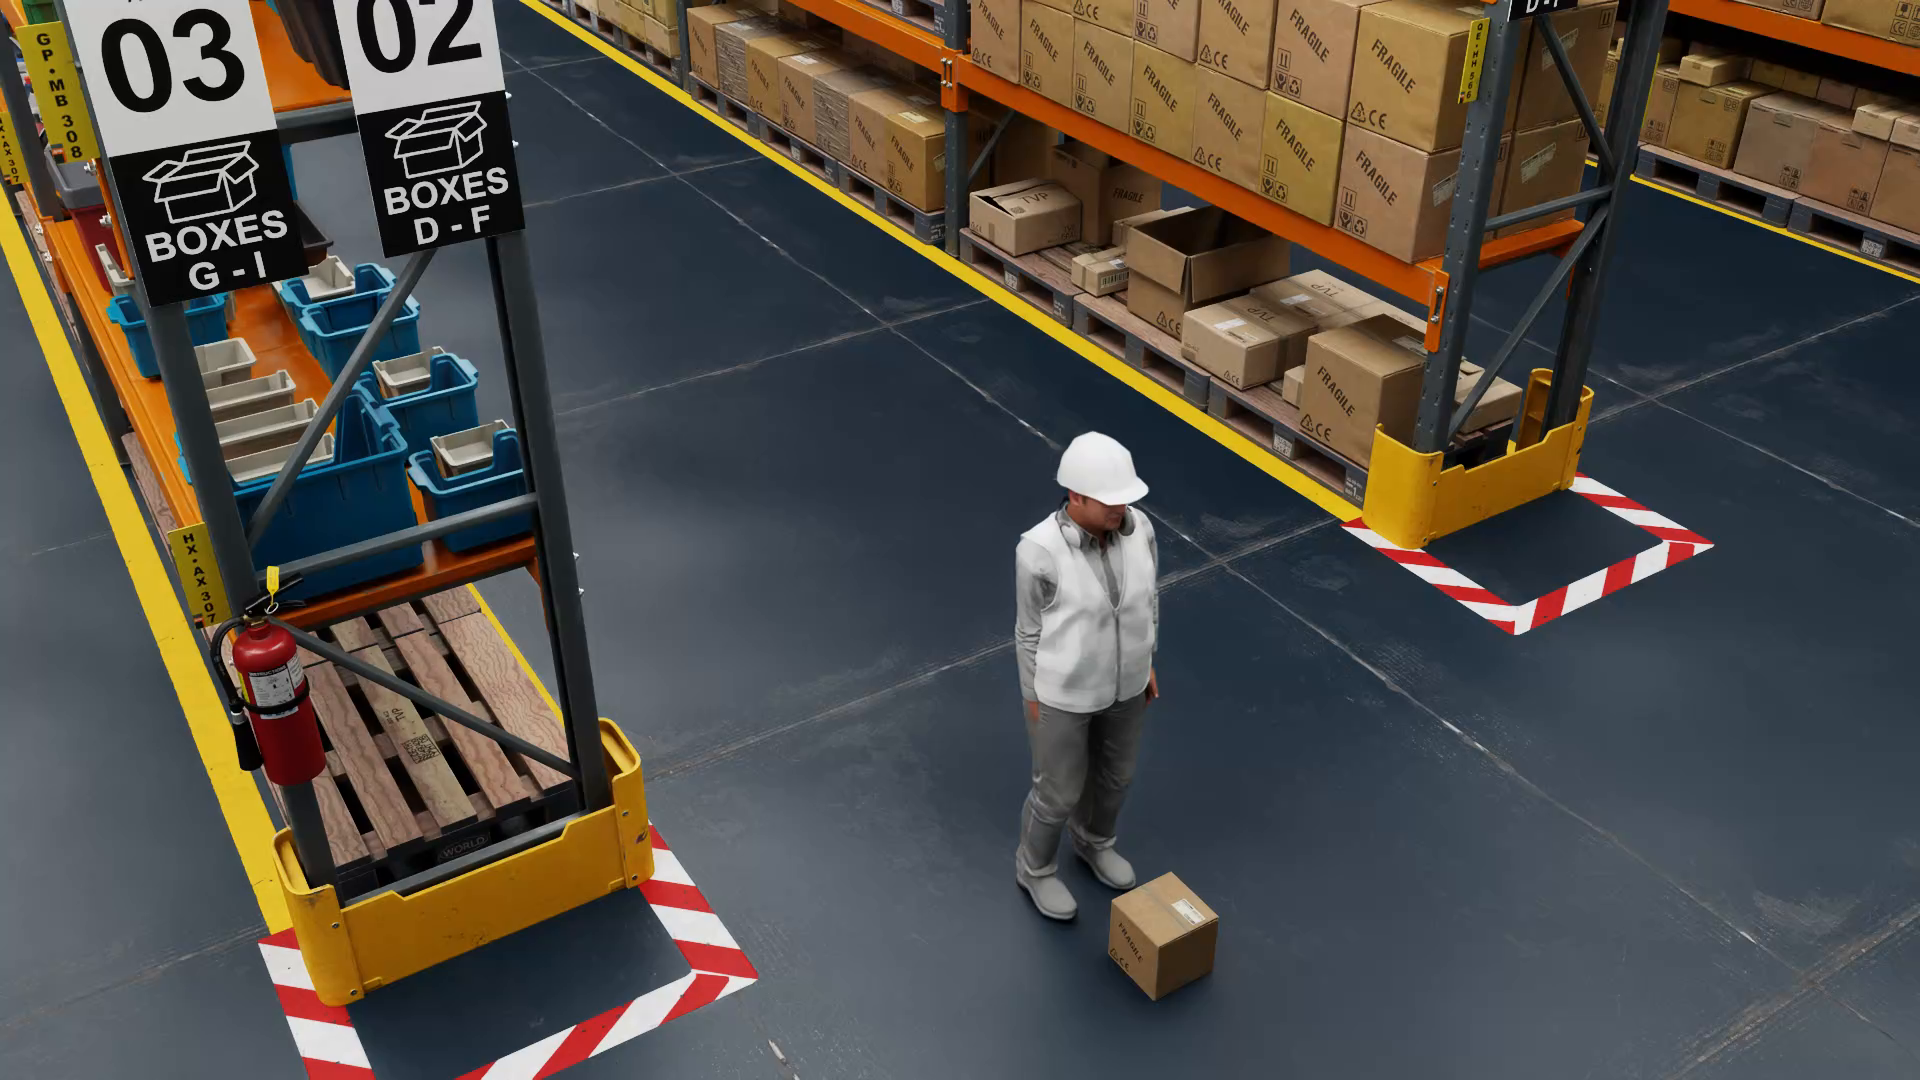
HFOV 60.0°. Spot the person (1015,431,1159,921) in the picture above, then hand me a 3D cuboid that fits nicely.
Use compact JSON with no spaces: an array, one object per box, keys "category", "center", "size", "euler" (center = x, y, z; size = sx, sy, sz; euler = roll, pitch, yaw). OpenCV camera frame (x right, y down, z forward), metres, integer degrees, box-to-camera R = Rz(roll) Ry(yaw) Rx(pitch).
[{"category":"person","center":[0.424,0.448,5.415],"size":[0.533,1.767,0.360],"euler":[-18,37,-26]}]
